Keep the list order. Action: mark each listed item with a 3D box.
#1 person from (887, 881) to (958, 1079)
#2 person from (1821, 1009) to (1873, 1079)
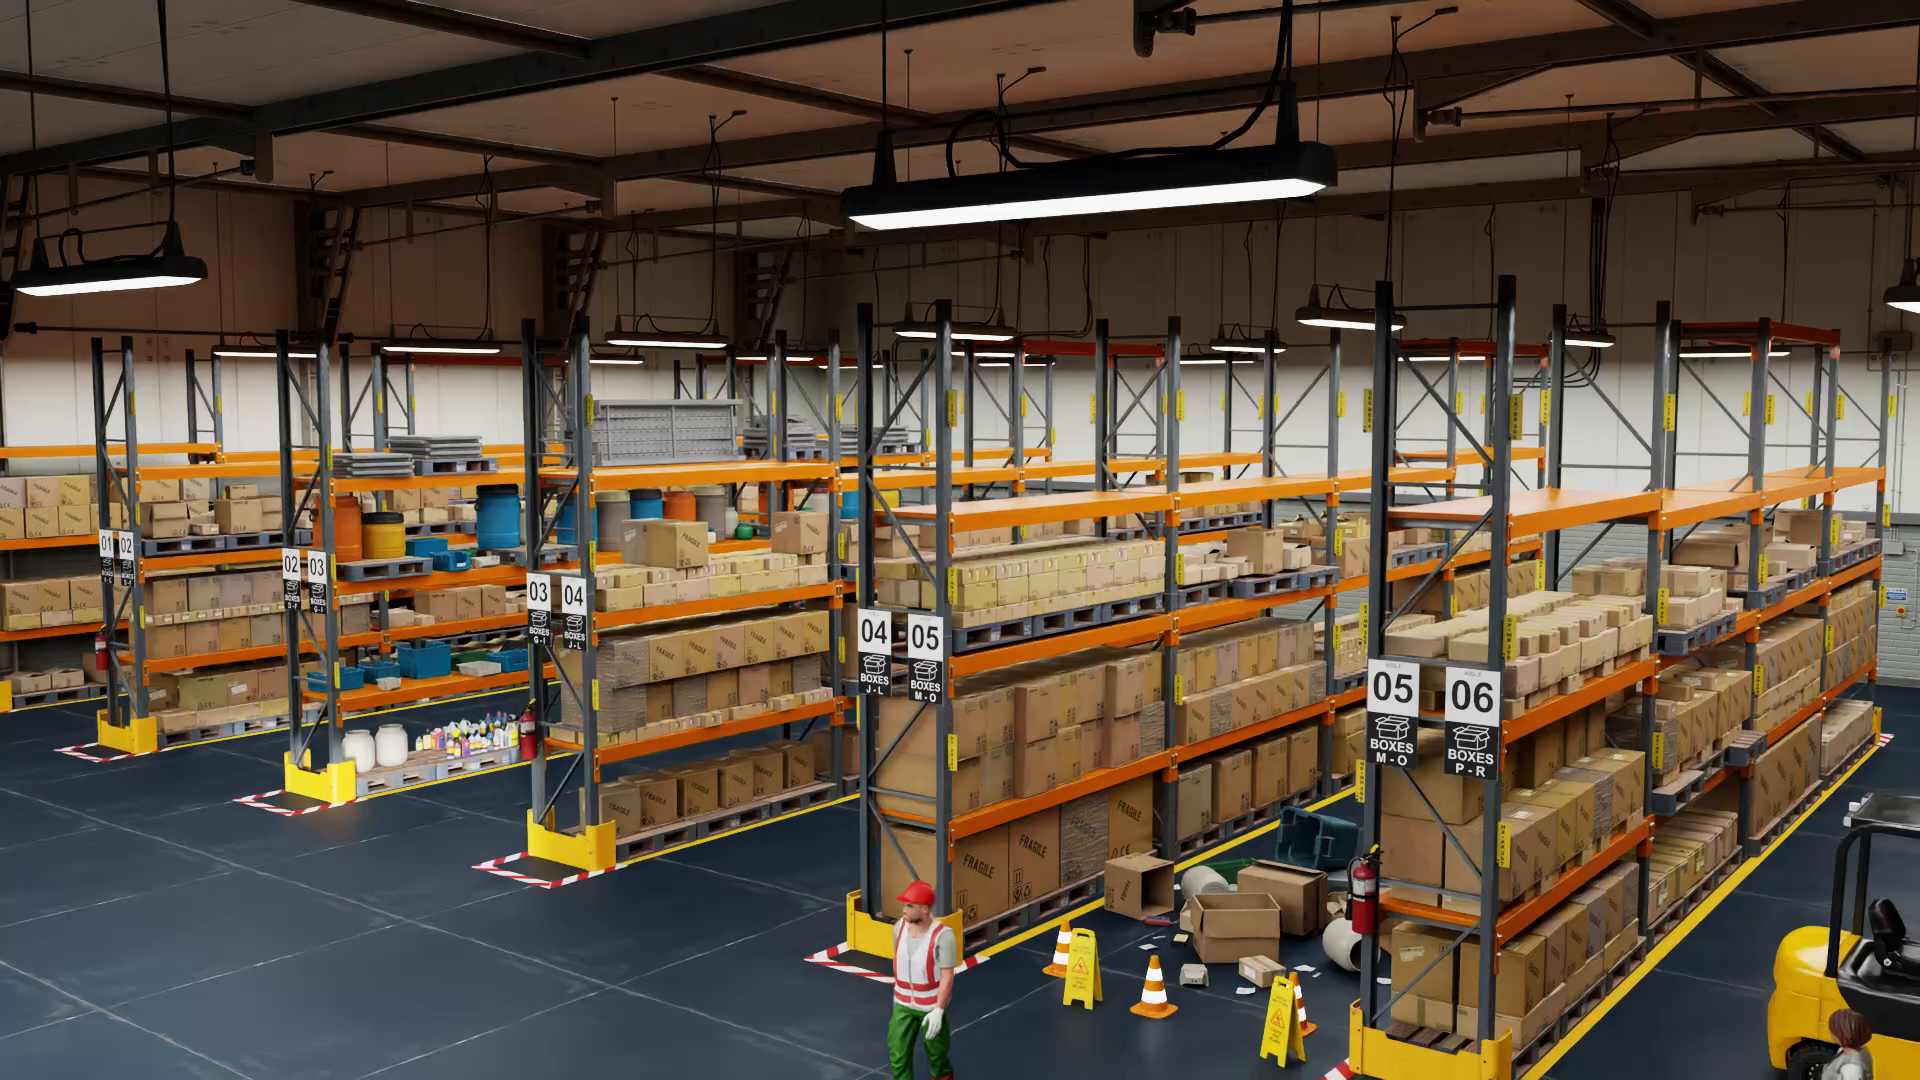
[{"bbox_3d":[-0.282,3.294,11.616,0.554,1.845,0.707,2,6,26],"label":"person"},{"bbox_3d":[5.297,3.522,9.752,0.809,1.564,0.429,3,6,28],"label":"person"}]
